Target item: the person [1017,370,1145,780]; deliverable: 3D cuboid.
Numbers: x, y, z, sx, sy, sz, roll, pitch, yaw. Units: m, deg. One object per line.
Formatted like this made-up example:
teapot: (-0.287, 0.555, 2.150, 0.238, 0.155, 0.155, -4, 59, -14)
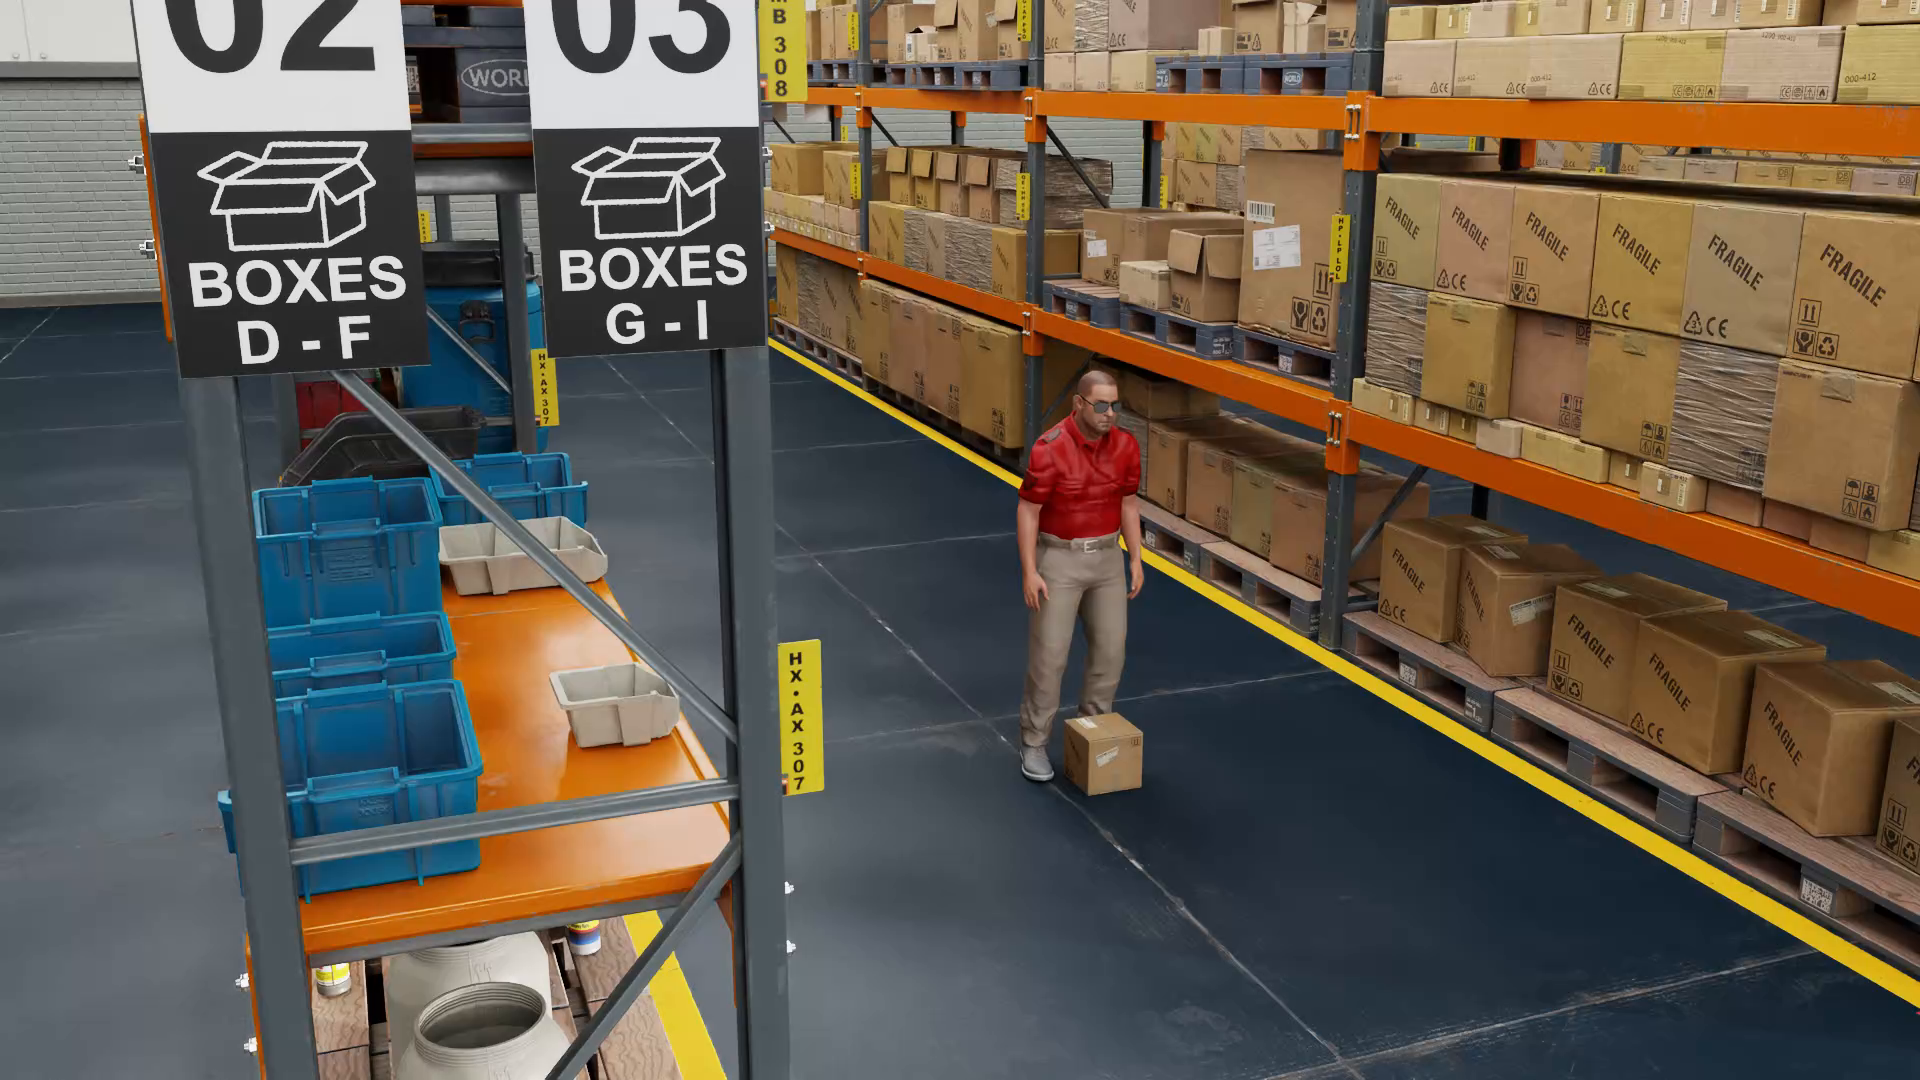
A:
person: (0.514, 0.129, 7.083, 0.604, 1.727, 0.390, -7, 17, -23)
